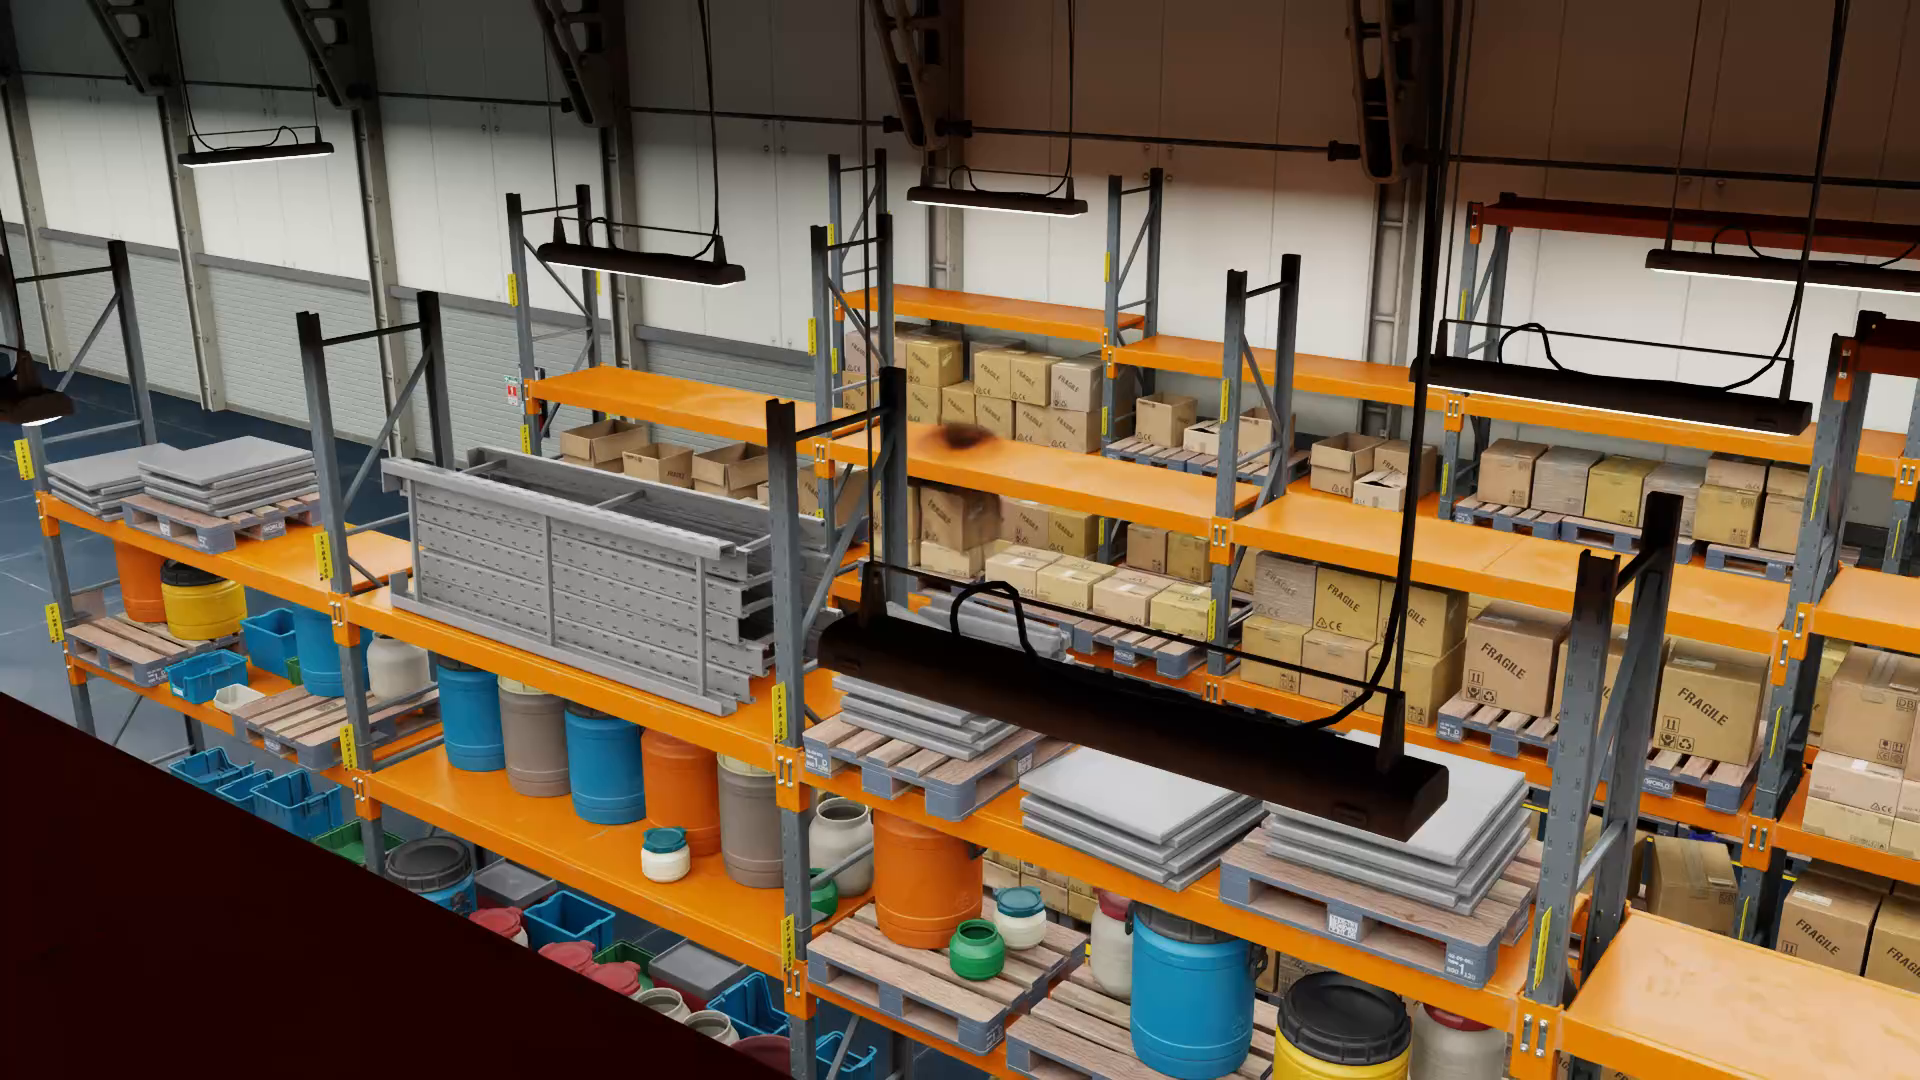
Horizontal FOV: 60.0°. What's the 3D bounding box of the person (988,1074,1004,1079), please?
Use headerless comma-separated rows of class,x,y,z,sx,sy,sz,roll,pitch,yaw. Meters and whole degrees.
person,0.417,3.620,11.687,0.948,1.640,0.581,14,23,36

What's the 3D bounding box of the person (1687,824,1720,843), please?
person,6.060,2.934,13.812,0.894,1.608,0.463,15,24,39
